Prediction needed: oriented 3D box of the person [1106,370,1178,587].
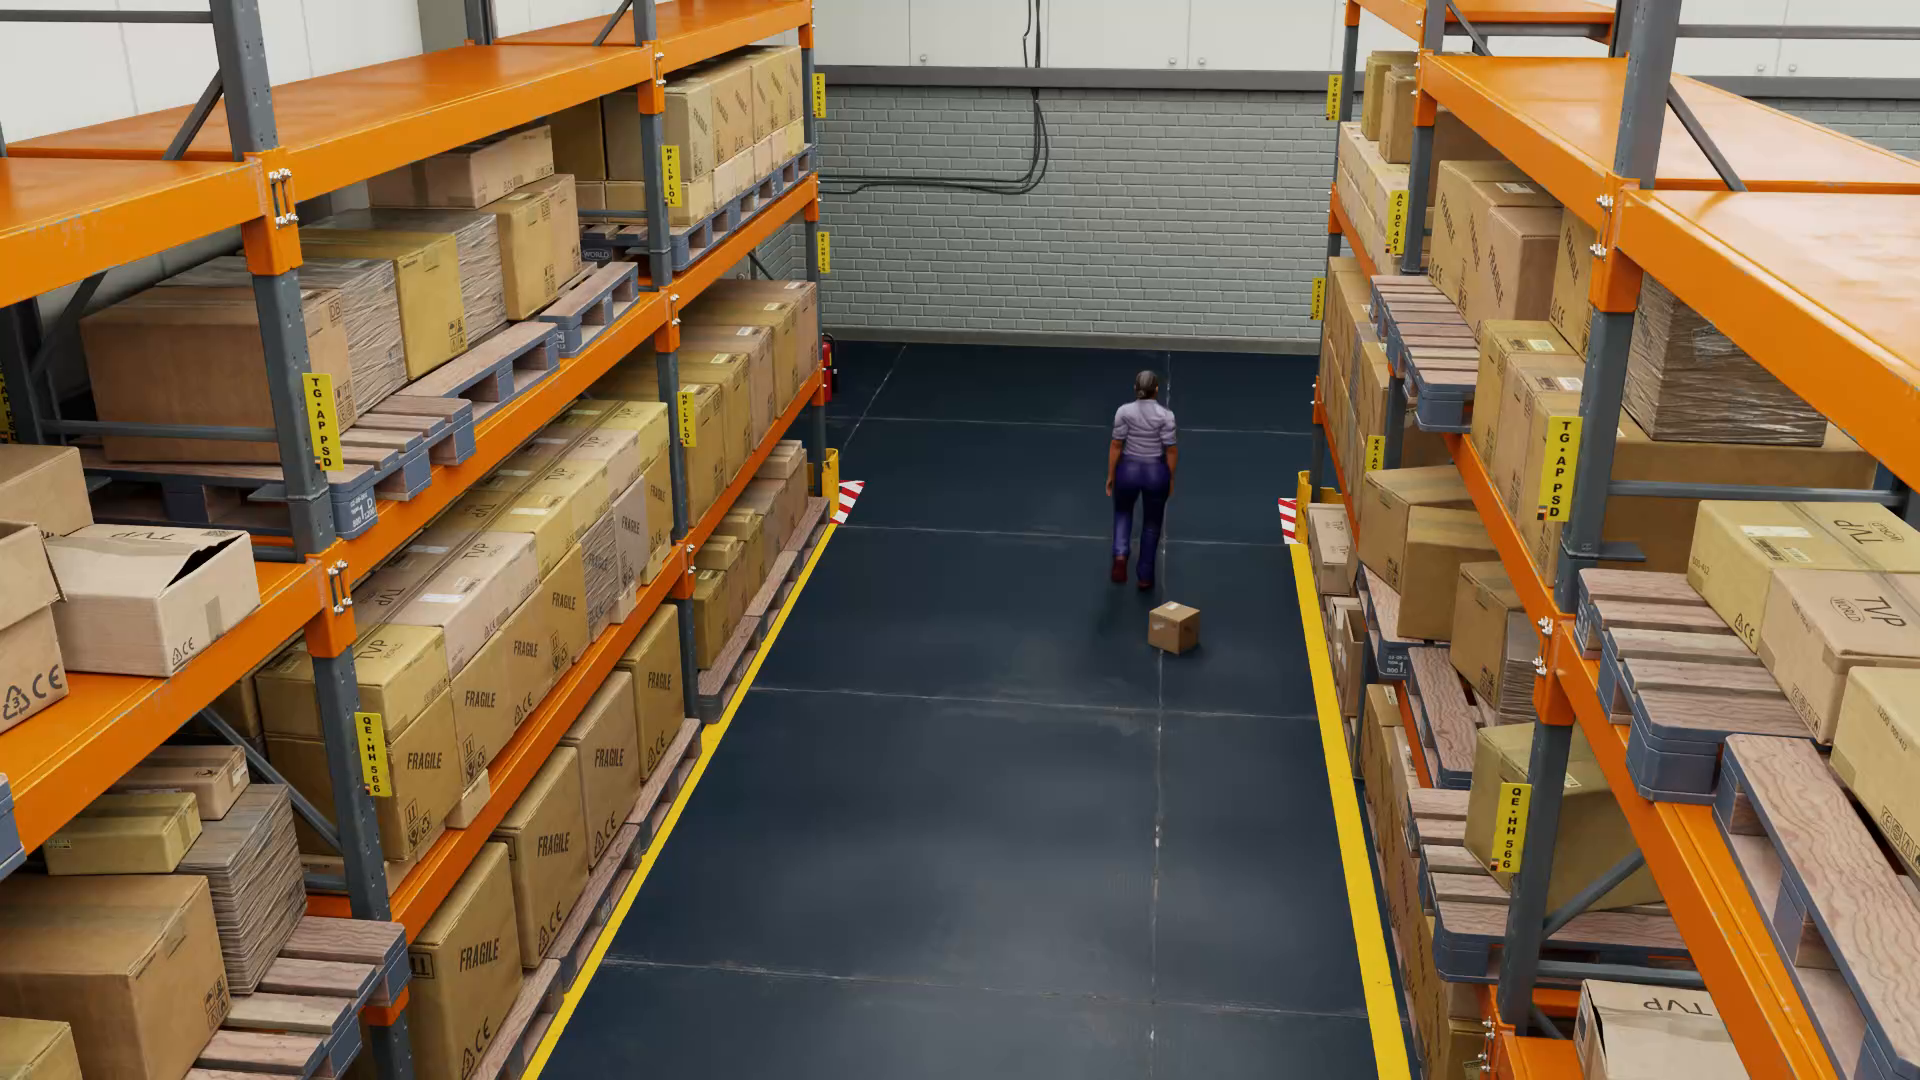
[{"bbox_3d":[1.340,-0.457,12.205,0.510,1.648,0.458,6,22,15],"label":"person"}]
